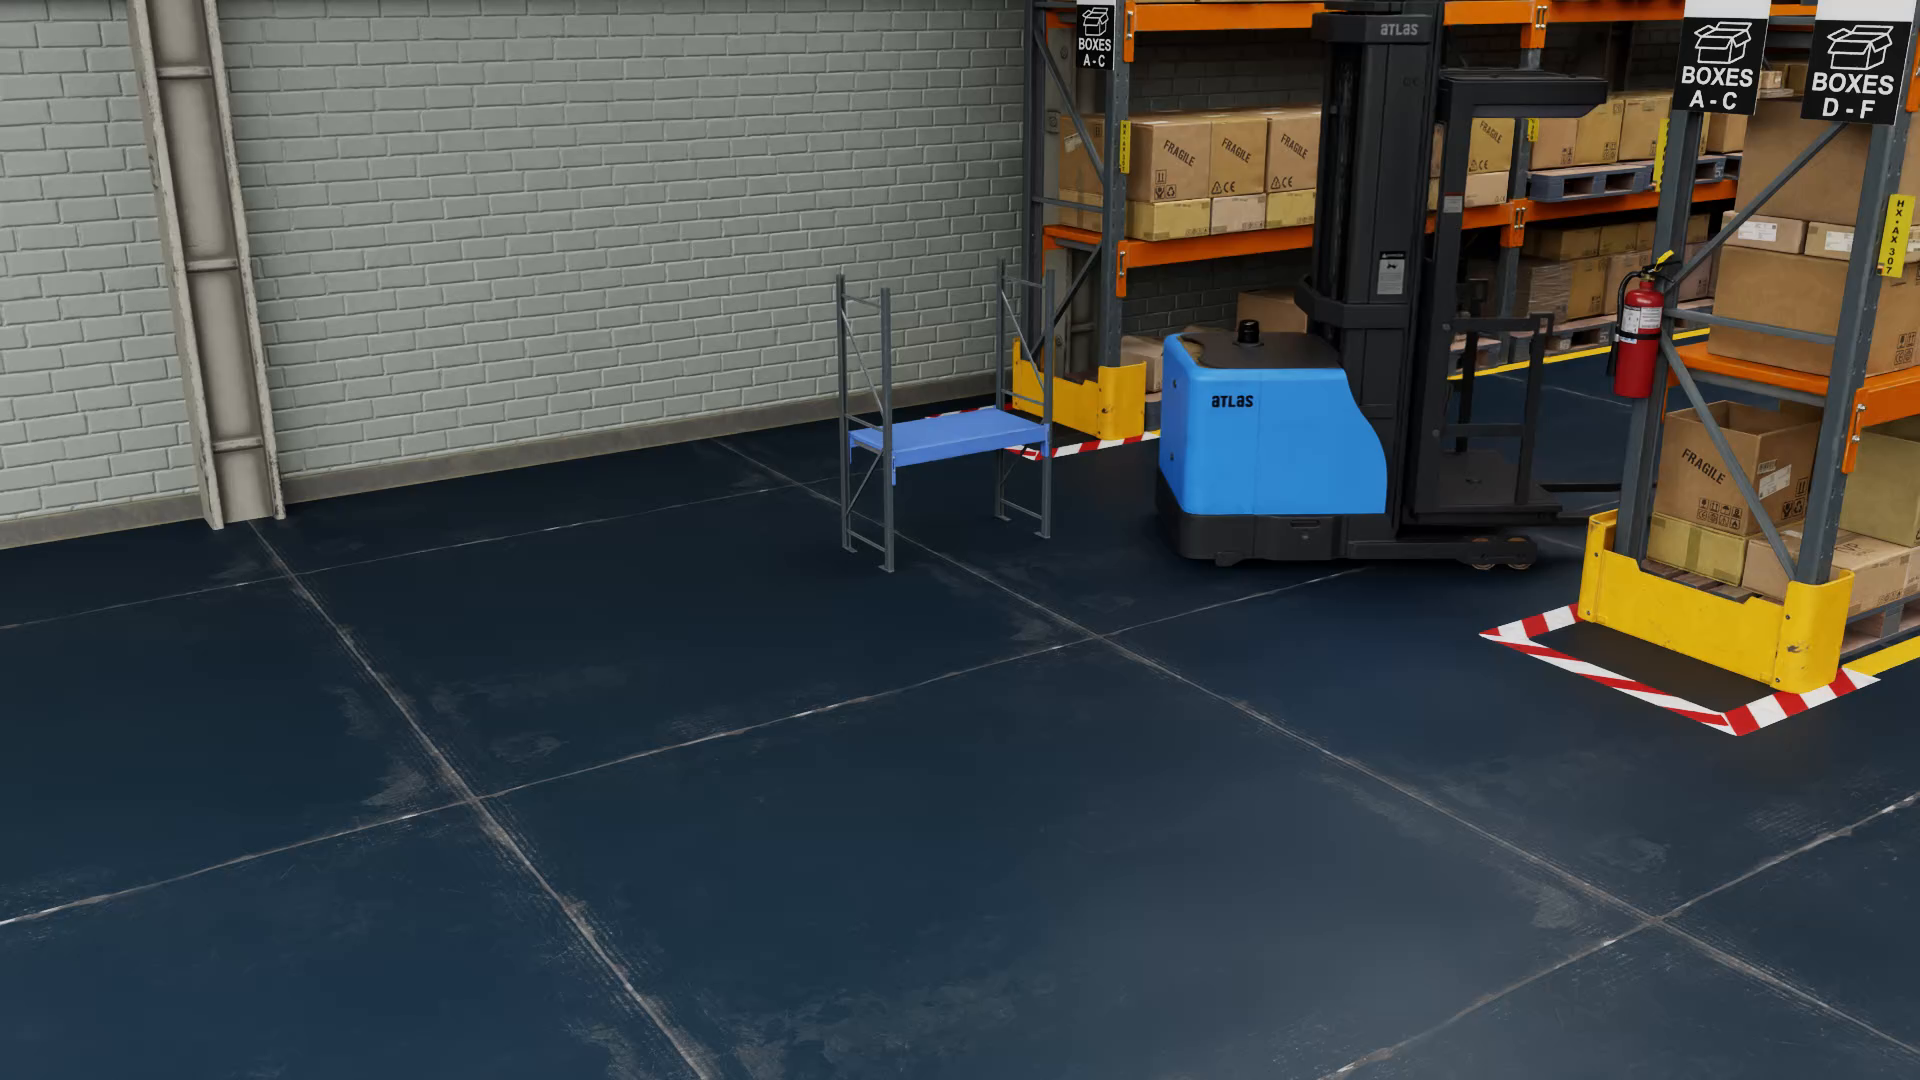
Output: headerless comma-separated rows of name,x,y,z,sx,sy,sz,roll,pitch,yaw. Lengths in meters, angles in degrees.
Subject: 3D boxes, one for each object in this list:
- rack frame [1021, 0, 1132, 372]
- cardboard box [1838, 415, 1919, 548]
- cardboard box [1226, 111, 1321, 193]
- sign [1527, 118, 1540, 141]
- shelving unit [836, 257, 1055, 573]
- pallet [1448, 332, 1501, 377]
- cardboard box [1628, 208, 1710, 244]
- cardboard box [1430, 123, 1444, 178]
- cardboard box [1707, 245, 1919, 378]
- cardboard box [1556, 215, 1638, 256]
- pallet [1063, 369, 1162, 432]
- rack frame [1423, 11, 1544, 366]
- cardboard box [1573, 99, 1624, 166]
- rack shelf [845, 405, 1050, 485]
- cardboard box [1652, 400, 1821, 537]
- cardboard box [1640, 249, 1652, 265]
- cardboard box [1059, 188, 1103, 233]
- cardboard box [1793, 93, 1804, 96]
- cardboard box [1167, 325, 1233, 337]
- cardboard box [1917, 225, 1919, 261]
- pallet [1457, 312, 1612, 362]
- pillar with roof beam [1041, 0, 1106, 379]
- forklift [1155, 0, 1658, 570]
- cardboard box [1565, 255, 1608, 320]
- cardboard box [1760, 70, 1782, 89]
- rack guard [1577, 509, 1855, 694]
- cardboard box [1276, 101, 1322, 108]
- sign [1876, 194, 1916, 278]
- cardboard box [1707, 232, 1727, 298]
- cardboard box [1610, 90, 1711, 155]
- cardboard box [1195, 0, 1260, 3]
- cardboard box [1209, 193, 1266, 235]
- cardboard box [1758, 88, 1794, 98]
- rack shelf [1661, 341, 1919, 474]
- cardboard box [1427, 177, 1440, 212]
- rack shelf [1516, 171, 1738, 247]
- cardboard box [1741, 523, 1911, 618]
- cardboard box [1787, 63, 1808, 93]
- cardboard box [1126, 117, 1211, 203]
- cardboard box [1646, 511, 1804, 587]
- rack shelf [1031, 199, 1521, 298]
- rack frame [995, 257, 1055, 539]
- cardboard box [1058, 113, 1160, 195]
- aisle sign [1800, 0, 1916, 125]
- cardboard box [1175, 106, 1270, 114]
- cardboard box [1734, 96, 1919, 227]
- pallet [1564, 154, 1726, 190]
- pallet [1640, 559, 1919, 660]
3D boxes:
rack frame,0.757,-2.256,11.236,0.127,3.000,1.000,-12,22,-31
cardboard box,4.471,-0.307,7.937,0.500,0.500,0.500,-12,22,-31
cardboard box,2.174,-2.728,11.661,0.500,0.500,0.500,-13,22,-33
sign,4.402,-3.227,12.756,0.005,0.325,0.100,-12,22,-31
shelving unit,-0.071,-0.695,8.960,1.048,1.500,0.538,-12,22,-31
pallet,3.556,-1.512,13.388,1.213,0.211,1.003,-12,22,-31
cardboard box,6.355,-2.821,14.950,0.500,0.250,0.500,-11,22,-30
cardboard box,3.459,-2.999,12.465,0.500,0.500,0.500,-12,22,-32
cardboard box,3.881,-1.058,7.535,0.500,0.500,0.700,-12,22,-31
cardboard box,5.501,-2.646,14.432,0.500,0.250,0.500,-13,22,-33
pallet,1.518,-1.083,12.117,1.213,0.211,1.003,-12,22,-31
rack frame,4.097,-2.961,13.320,0.127,3.000,1.000,-12,22,-31
cardboard box,5.012,-3.394,13.757,0.500,0.500,0.700,-9,21,-26
rack shelf,-0.071,-0.525,9.018,1.000,0.185,0.538,-12,22,-31
cardboard box,3.769,-0.358,8.086,0.500,0.500,0.500,-12,22,-31
cardboard box,5.972,-2.394,14.860,0.500,0.500,0.700,-12,22,-32
cardboard box,1.041,-2.329,11.653,0.500,0.250,0.500,-12,22,-31
cardboard box,7.985,-3.880,15.388,0.500,0.500,0.500,-11,22,-30
cardboard box,1.860,-1.389,12.182,0.500,0.311,0.500,-10,21,-27
cardboard box,4.149,-1.346,7.372,0.250,0.149,0.380,-13,22,-33
pallet,4.747,-1.778,14.173,1.213,0.211,1.003,-12,22,-31
pillar with roof beam,3.233,-4.302,7.918,0.400,9.000,9.100,-12,22,-31
forklift,2.655,-1.400,8.810,3.031,2.935,1.130,-1,19,-2
cardboard box,5.107,-2.224,14.355,0.500,0.500,0.700,-12,22,-32
cardboard box,7.167,-4.160,15.010,0.250,0.149,0.380,-16,24,-38
rack guard,3.464,0.256,7.706,0.348,0.500,1.175,-12,22,-31
cardboard box,2.737,-3.051,12.619,0.500,0.500,0.500,-11,22,-30
sign,3.785,-1.230,6.725,0.005,0.325,0.100,-12,22,-31
cardboard box,6.866,-2.549,15.317,0.500,0.500,0.700,-12,22,-31
cardboard box,6.023,-3.611,14.398,0.500,0.500,0.700,-12,22,-31
cardboard box,1.642,-3.811,10.964,0.500,0.500,0.500,-10,21,-28
cardboard box,1.765,-2.291,11.541,0.500,0.250,0.500,-13,22,-33
cardboard box,7.051,-3.836,15.065,0.500,0.500,0.700,-15,24,-38
rack shelf,5.155,-0.944,8.476,4.000,0.370,1.077,-12,22,-31
cardboard box,3.448,-2.649,12.601,0.500,0.250,0.500,-12,22,-31
rack shelf,5.768,-2.973,14.477,4.000,0.370,1.077,-12,22,-31
cardboard box,4.055,0.137,7.795,0.500,0.250,0.500,-12,22,-31
cardboard box,7.983,-4.235,15.264,0.500,0.250,0.500,-11,22,-30
cardboard box,1.321,-2.554,11.147,0.500,0.500,0.500,-12,22,-31
cardboard box,3.770,-0.002,8.205,0.500,0.250,0.500,-12,22,-31
rack shelf,2.427,-2.268,12.393,4.000,0.370,1.077,-12,22,-31
rack frame,0.353,-0.785,9.225,0.032,1.500,0.500,-12,22,-31
cardboard box,1.034,-2.690,11.550,0.500,0.500,0.500,-12,22,-32
aisle sign,3.598,-2.070,6.625,0.004,0.787,0.394,-12,22,-31
cardboard box,1.889,-2.868,12.077,0.500,0.500,0.500,-13,22,-33
cardboard box,3.925,-1.682,7.355,0.500,0.500,0.700,-12,22,-31
pallet,5.807,-3.215,14.371,1.213,0.211,1.003,-12,22,-31
pallet,4.100,0.243,8.196,1.213,0.211,1.003,-12,22,-31
